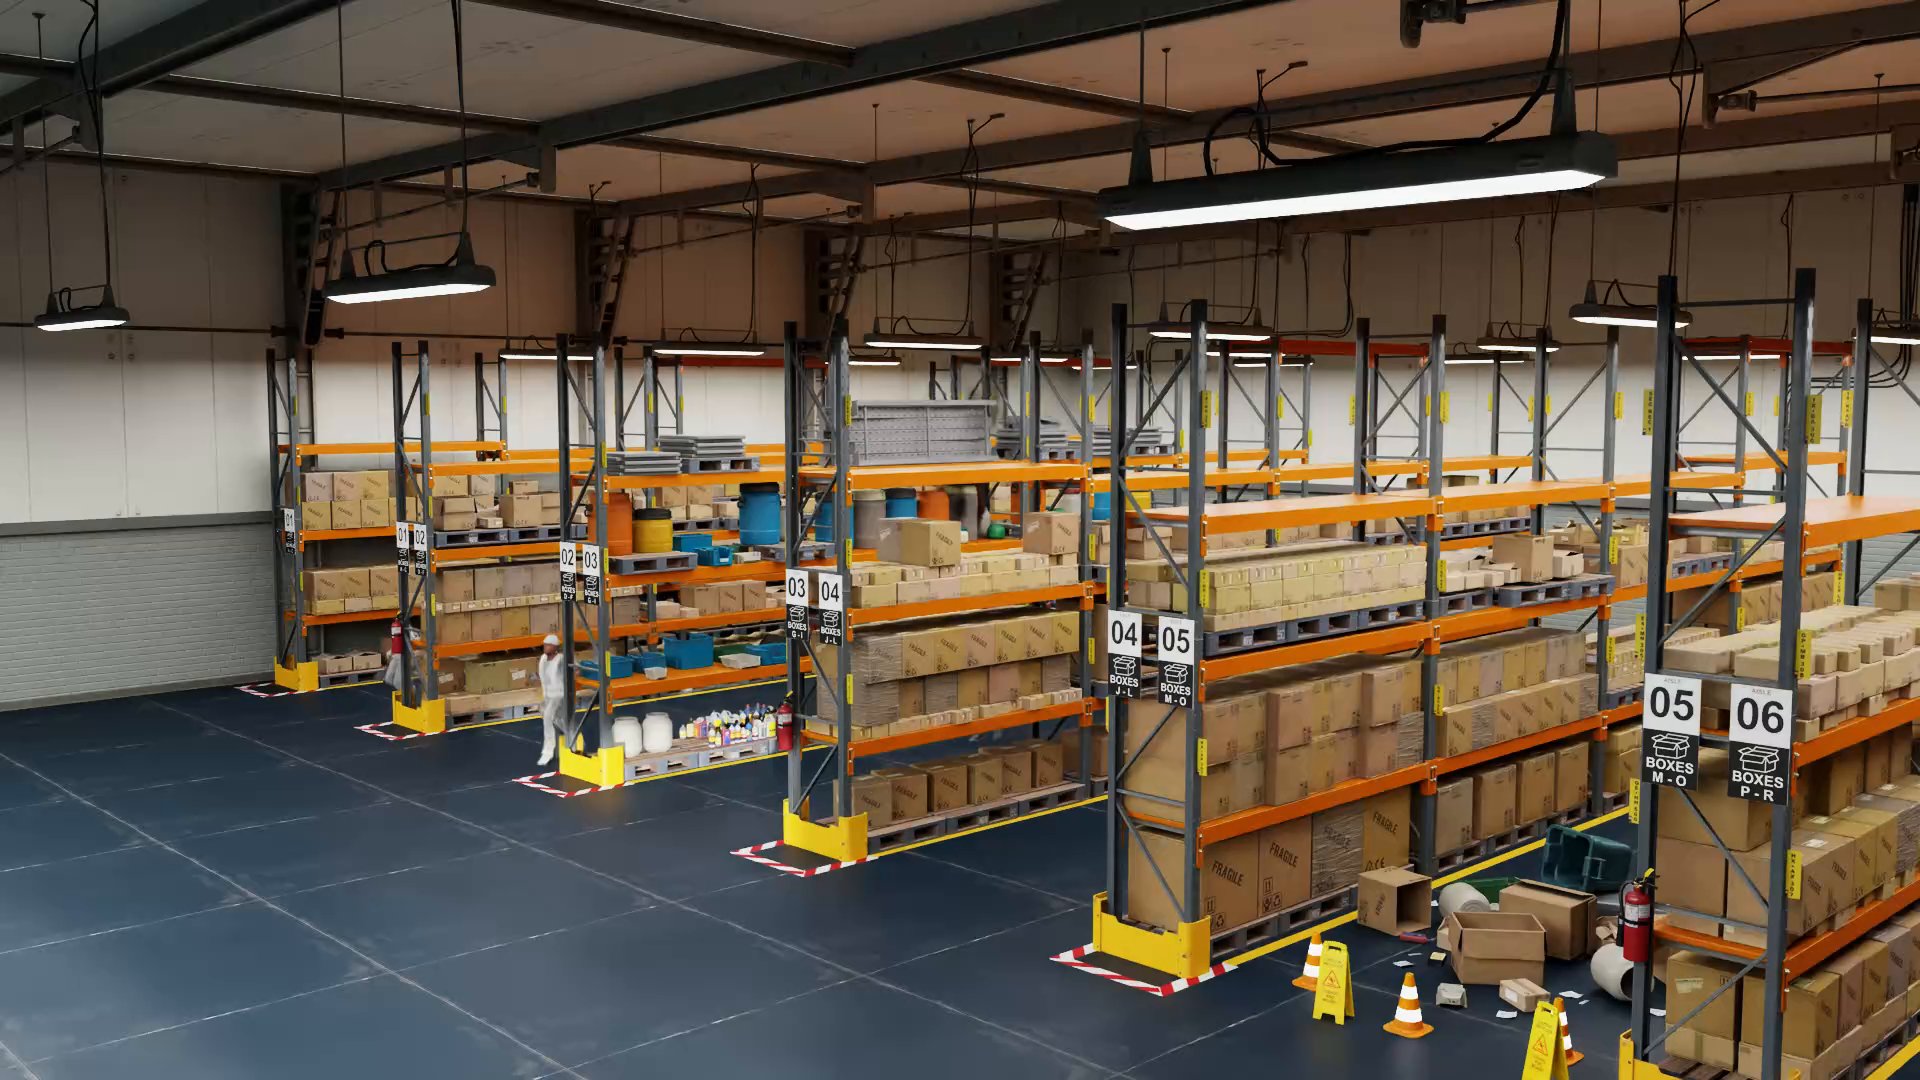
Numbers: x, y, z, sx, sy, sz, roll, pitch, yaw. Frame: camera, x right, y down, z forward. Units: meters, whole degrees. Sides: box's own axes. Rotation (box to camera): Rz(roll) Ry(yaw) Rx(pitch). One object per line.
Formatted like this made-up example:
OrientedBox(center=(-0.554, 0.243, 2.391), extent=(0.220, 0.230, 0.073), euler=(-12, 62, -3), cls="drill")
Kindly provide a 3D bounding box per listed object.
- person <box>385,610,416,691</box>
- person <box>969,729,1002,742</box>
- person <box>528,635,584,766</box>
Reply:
OrientedBox(center=(-9.233, 1.973, 27.491), extent=(0.652, 1.665, 0.502), euler=(4, 7, 41), cls="person")
OrientedBox(center=(0.324, 2.030, 23.550), extent=(0.664, 1.703, 0.556), euler=(4, 6, 39), cls="person")
OrientedBox(center=(-5.729, 2.239, 23.636), extent=(0.706, 1.814, 0.882), euler=(5, 7, 43), cls="person")
